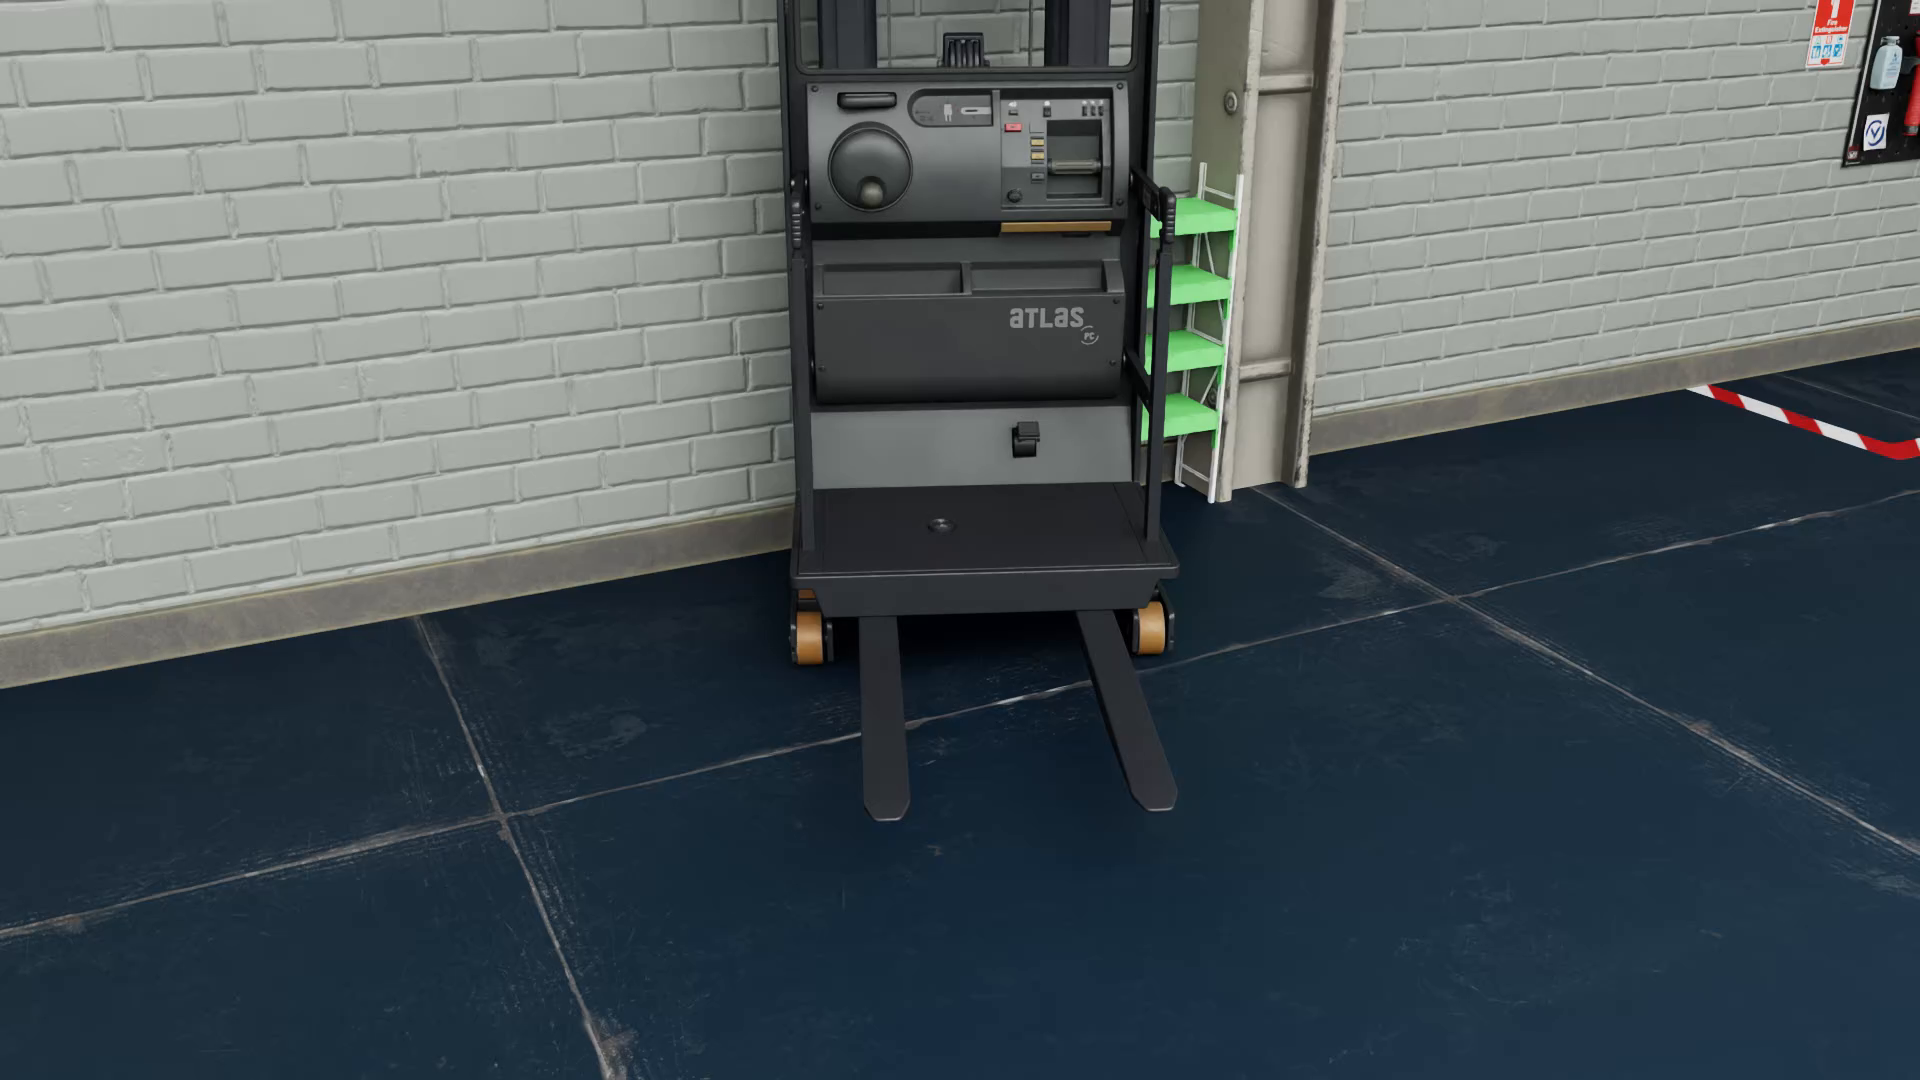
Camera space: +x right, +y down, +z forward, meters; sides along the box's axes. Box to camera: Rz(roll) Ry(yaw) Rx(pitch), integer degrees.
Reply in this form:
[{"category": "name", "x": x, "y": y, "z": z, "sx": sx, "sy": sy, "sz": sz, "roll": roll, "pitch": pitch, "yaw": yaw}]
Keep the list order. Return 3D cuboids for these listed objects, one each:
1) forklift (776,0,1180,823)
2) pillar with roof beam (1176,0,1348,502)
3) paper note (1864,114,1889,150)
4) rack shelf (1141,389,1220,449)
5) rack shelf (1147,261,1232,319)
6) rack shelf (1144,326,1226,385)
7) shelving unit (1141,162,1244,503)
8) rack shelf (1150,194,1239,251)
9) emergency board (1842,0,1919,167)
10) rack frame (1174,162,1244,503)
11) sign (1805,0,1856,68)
[{"category": "forklift", "x": 0.042, "y": -1.116, "z": 4.613, "sx": 1.130, "sy": 2.935, "sz": 3.031, "roll": -1, "pitch": 23, "yaw": -4}, {"category": "pillar with roof beam", "x": 2.926, "y": -2.897, "z": 0.984, "sx": 0.400, "sy": 9.000, "sz": 9.100, "roll": -10, "pitch": 25, "yaw": -24}, {"category": "paper note", "x": 4.033, "y": -1.795, "z": 7.316, "sx": 0.142, "sy": 0.148, "sz": 0.016, "roll": -10, "pitch": 25, "yaw": -24}, {"category": "rack shelf", "x": 0.658, "y": -0.405, "z": 5.959, "sx": 0.480, "sy": 0.148, "sz": 0.258, "roll": -10, "pitch": 26, "yaw": -25}, {"category": "rack shelf", "x": 0.670, "y": -0.845, "z": 5.768, "sx": 0.480, "sy": 0.148, "sz": 0.258, "roll": -10, "pitch": 26, "yaw": -25}, {"category": "rack shelf", "x": 0.664, "y": -0.625, "z": 5.864, "sx": 0.480, "sy": 0.148, "sz": 0.258, "roll": -10, "pitch": 26, "yaw": -25}, {"category": "shelving unit", "x": 0.665, "y": -0.684, "z": 5.838, "sx": 0.503, "sy": 1.200, "sz": 0.258, "roll": -10, "pitch": 26, "yaw": -25}, {"category": "rack shelf", "x": 0.675, "y": -1.065, "z": 5.673, "sx": 0.480, "sy": 0.148, "sz": 0.258, "roll": -10, "pitch": 26, "yaw": -25}, {"category": "emergency board", "x": 4.222, "y": -2.207, "z": 7.161, "sx": 0.643, "sy": 1.169, "sz": 0.194, "roll": -10, "pitch": 25, "yaw": -24}, {"category": "rack frame", "x": 0.883, "y": -0.722, "z": 5.941, "sx": 0.015, "sy": 1.200, "sz": 0.240, "roll": -10, "pitch": 26, "yaw": -25}, {"category": "sign", "x": 3.680, "y": -2.168, "z": 7.018, "sx": 0.234, "sy": 0.329, "sz": 0.001, "roll": -10, "pitch": 25, "yaw": -24}]
